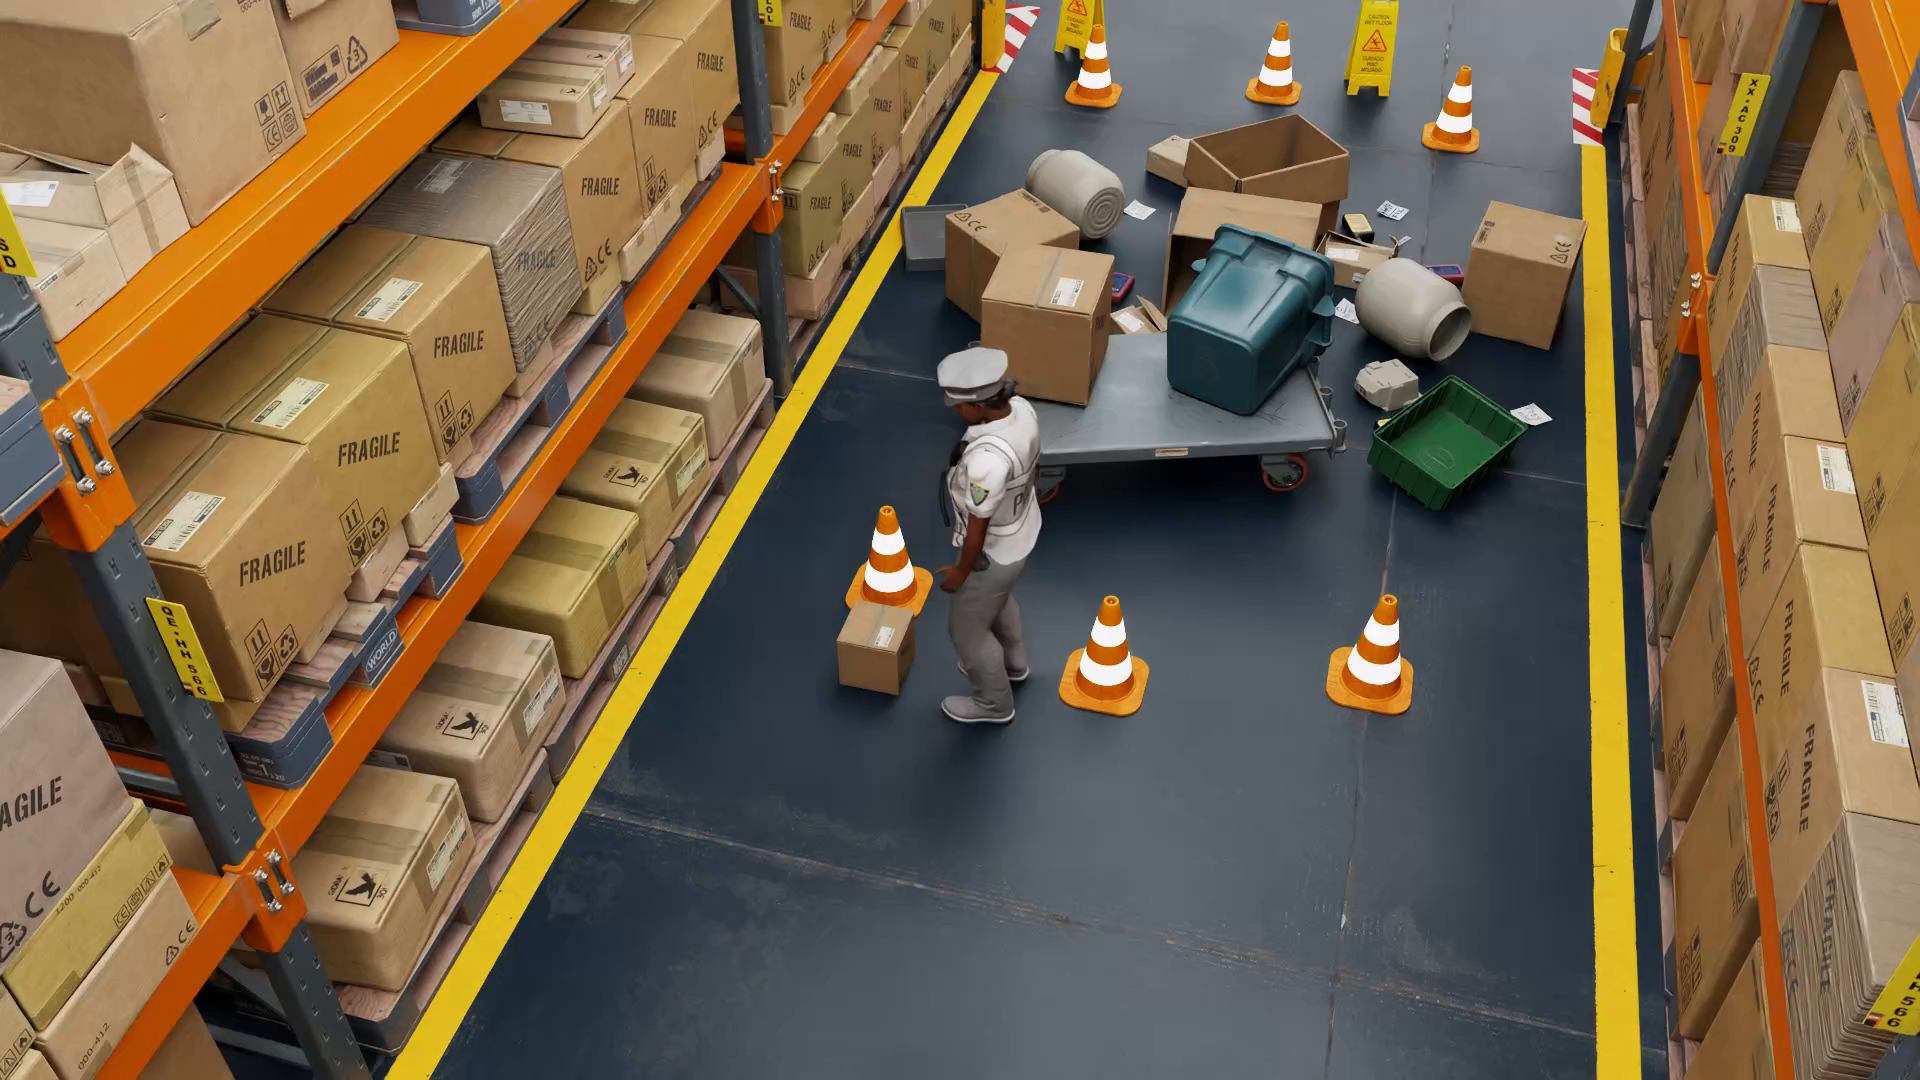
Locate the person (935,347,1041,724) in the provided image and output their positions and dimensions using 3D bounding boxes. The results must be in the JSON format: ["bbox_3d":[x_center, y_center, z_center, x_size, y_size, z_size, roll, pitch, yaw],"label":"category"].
[{"bbox_3d":[0.103,0.020,6.156,0.365,1.650,0.444,11,42,12],"label":"person"}]
